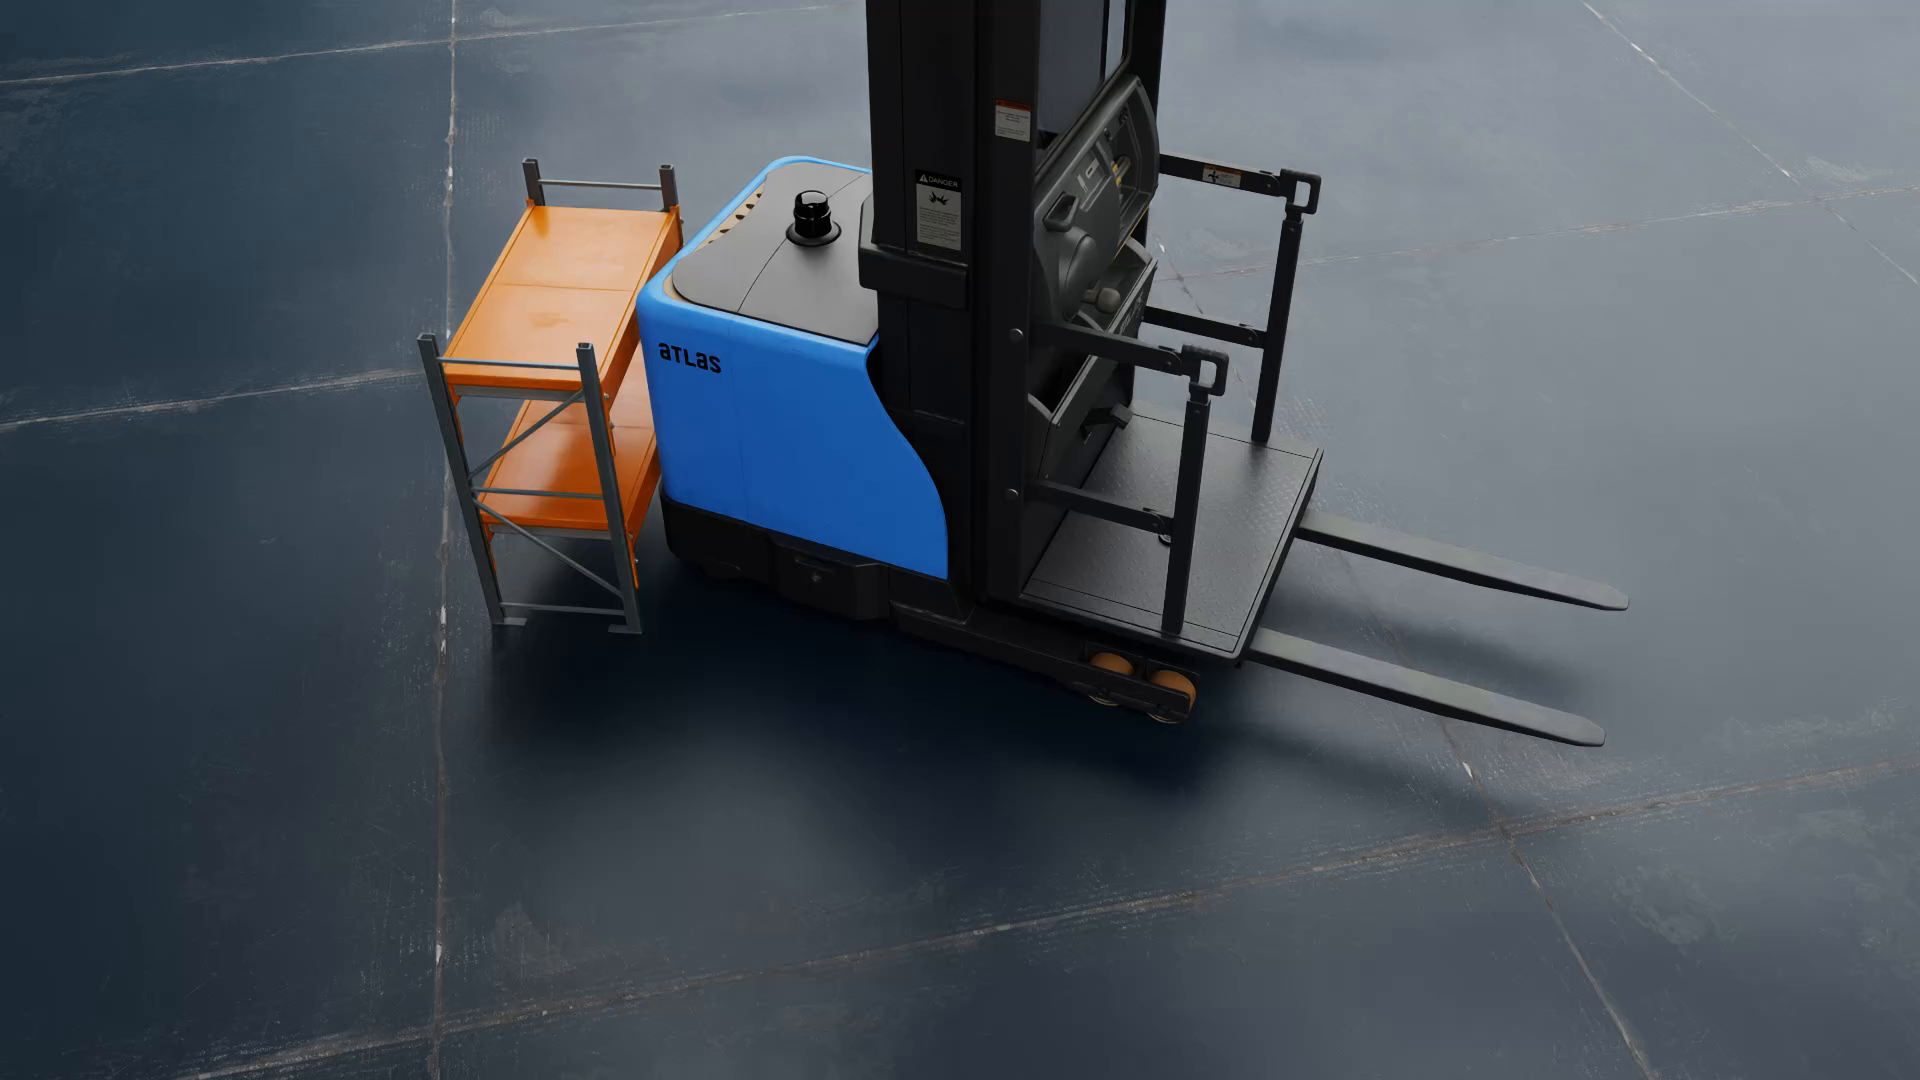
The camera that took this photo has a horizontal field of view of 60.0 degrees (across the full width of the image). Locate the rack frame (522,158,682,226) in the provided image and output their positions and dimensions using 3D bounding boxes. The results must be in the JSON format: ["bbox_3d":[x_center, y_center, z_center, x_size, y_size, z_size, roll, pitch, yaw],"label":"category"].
[{"bbox_3d":[-1.186,-0.812,5.817,0.500,1.125,0.032,4,42,4],"label":"rack frame"}]

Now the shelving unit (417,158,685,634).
[{"bbox_3d":[-1.234,-0.476,5.438,0.538,1.125,1.048,4,42,4],"label":"shelving unit"}]

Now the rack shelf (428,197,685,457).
[{"bbox_3d":[-1.234,-0.695,5.244,0.538,0.278,1.000,4,42,4],"label":"rack shelf"}]

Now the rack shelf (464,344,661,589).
[{"bbox_3d":[-1.234,-0.293,5.601,0.538,0.278,1.000,4,42,4],"label":"rack shelf"}]

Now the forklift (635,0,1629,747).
[{"bbox_3d":[0.574,-0.936,4.596,3.031,2.935,1.130,16,44,17],"label":"forklift"}]

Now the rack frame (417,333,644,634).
[{"bbox_3d":[-1.283,-0.140,5.060,0.500,1.125,0.032,4,42,4],"label":"rack frame"}]
